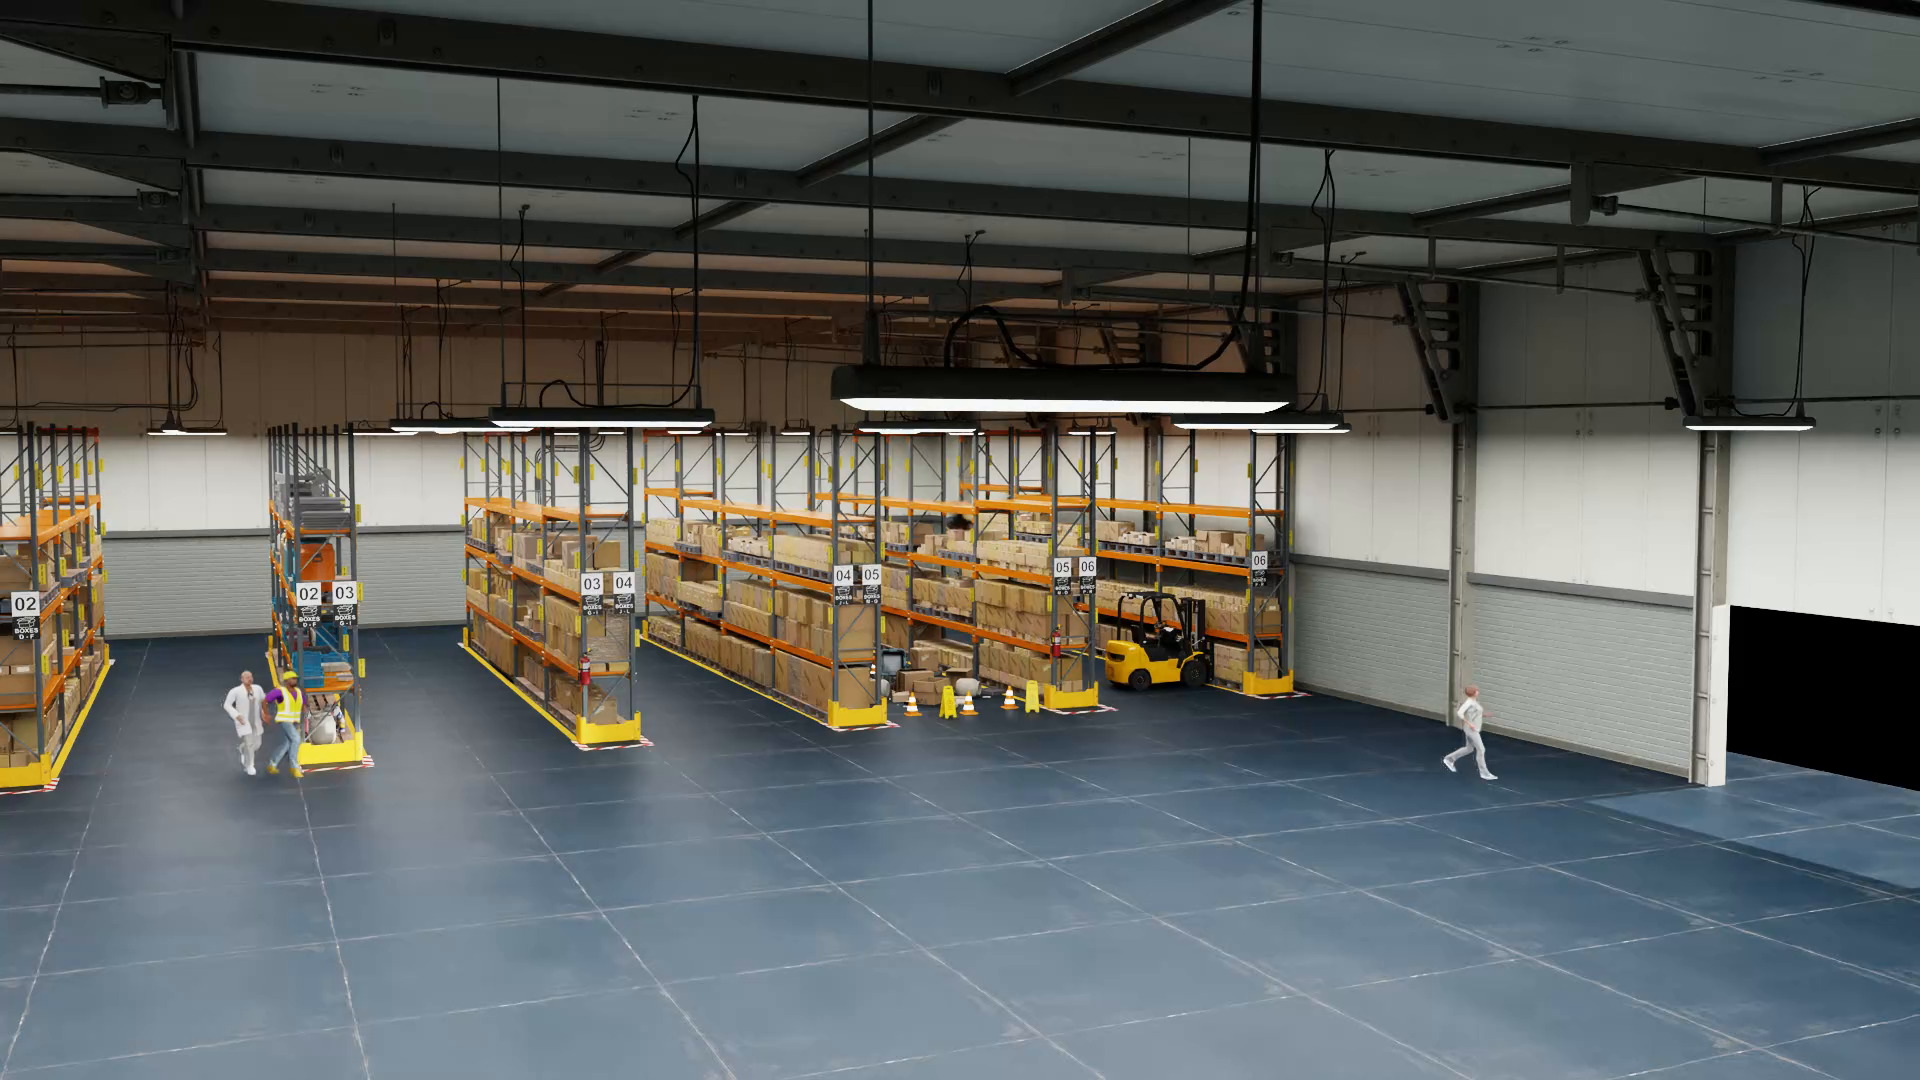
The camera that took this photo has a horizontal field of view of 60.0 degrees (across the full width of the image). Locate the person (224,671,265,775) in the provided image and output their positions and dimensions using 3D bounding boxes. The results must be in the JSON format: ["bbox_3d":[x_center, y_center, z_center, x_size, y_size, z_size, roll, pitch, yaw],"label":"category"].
[{"bbox_3d":[-12.269,3.119,28.572,0.717,1.747,0.745,3,4,39],"label":"person"}]

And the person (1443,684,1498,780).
[{"bbox_3d":[8.571,3.216,27.892,0.889,1.556,0.540,1,4,21],"label":"person"}]

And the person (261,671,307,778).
[{"bbox_3d":[-11.366,3.112,28.243,0.797,1.756,0.714,1,4,20],"label":"person"}]

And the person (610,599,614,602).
[{"bbox_3d":[-9.293,2.145,45.065,0.586,1.666,0.849,-1,4,-15],"label":"person"}]
